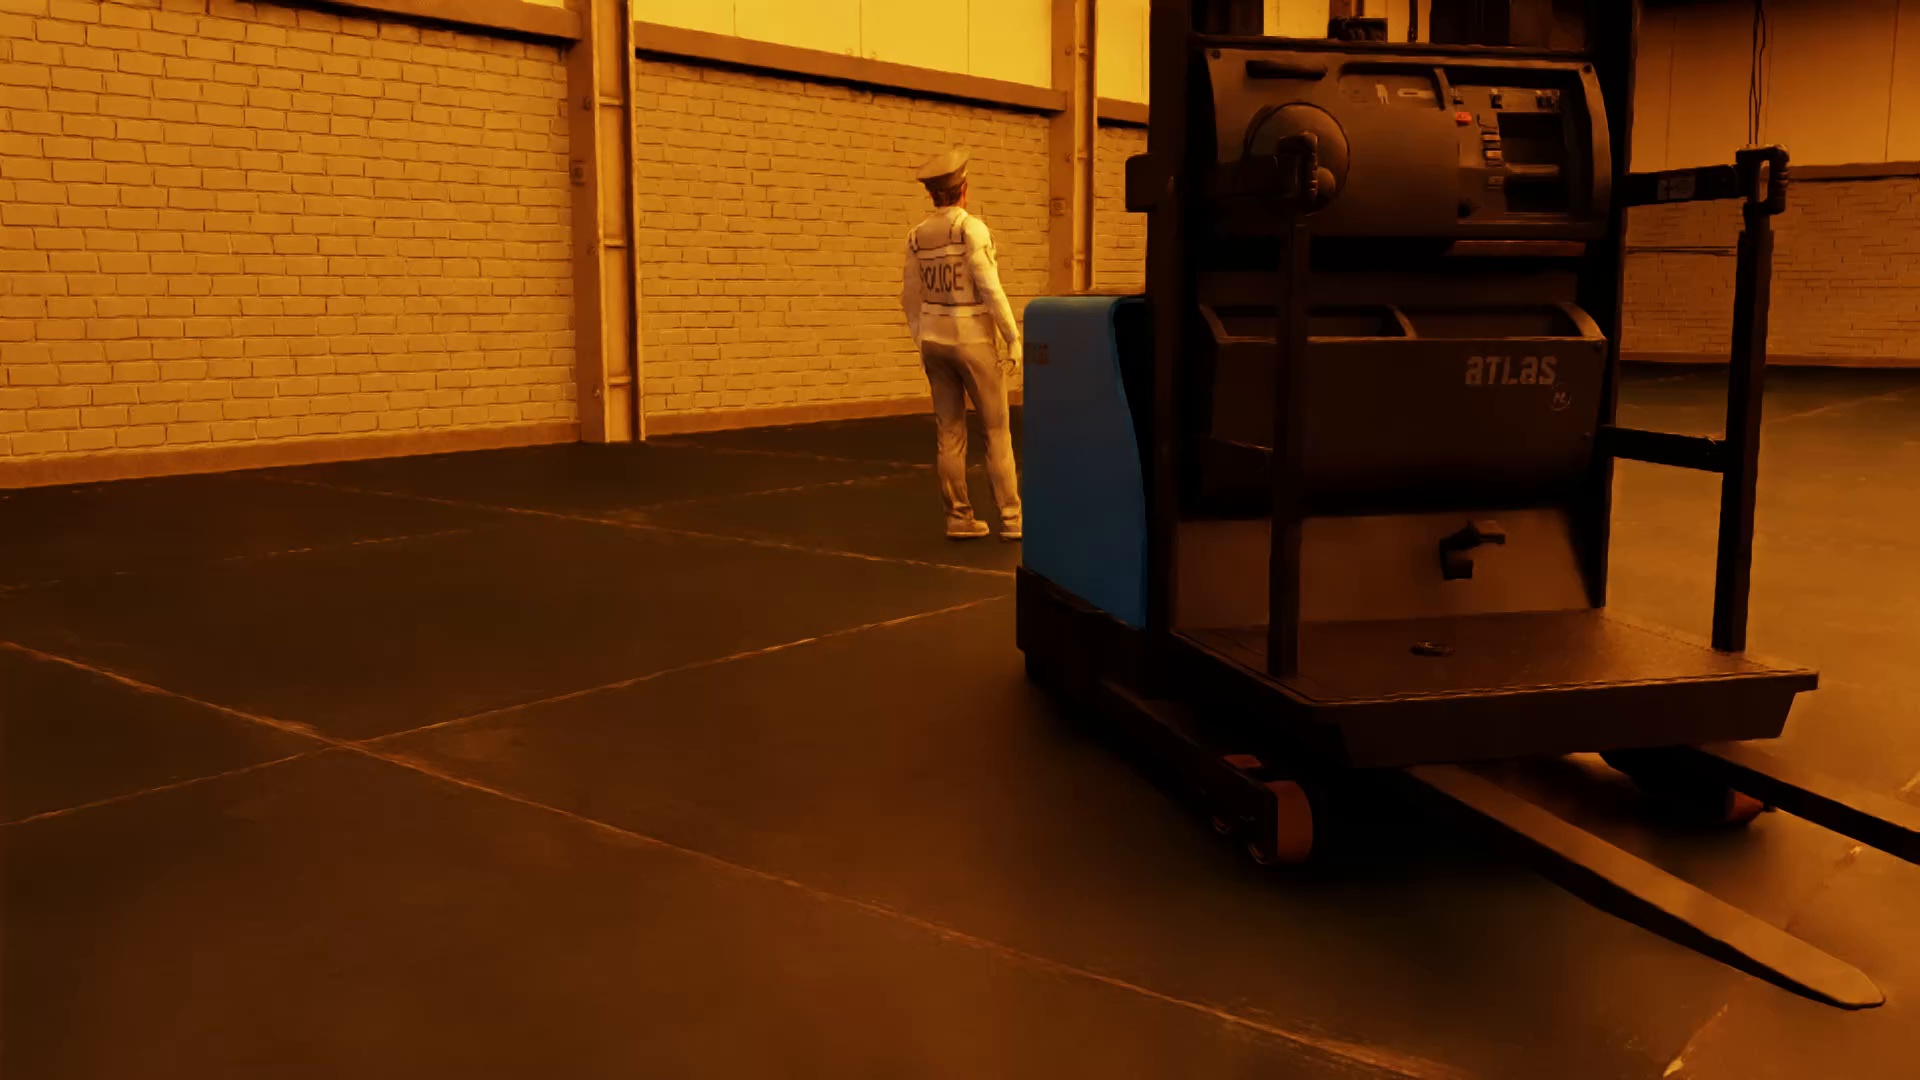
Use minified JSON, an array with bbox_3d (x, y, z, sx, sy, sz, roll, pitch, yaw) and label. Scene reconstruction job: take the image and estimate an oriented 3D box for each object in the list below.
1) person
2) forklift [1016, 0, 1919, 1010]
[{"bbox_3d":[0.048,-0.851,7.329,0.586,1.692,0.532,7,11,38],"label":"person"},{"bbox_3d":[1.022,-0.890,3.366,1.130,2.935,3.031,-2,9,-14],"label":"forklift"}]
